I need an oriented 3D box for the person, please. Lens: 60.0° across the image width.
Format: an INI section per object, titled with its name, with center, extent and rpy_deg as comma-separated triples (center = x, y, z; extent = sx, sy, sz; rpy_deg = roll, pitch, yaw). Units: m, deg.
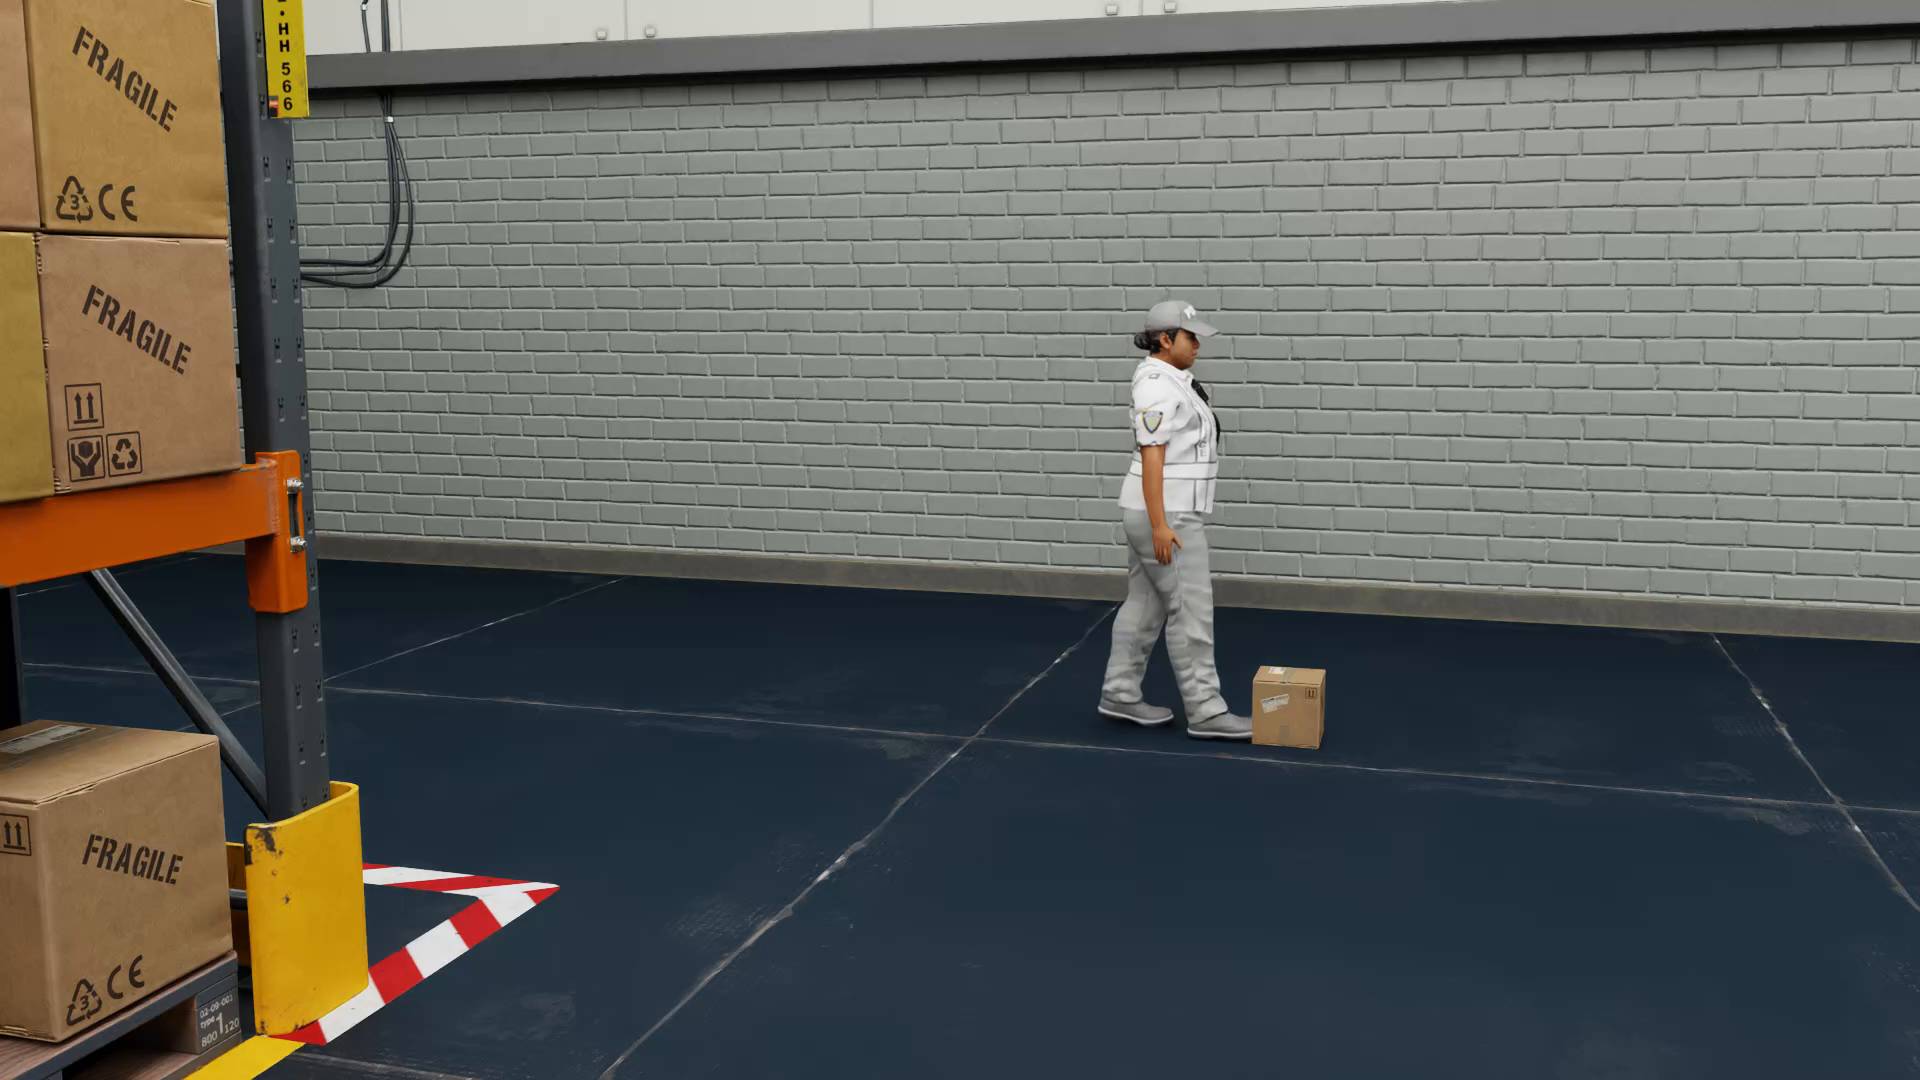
[person]
center = 0.859, -0.082, 6.361
extent = 0.662, 1.661, 0.487
rpy_deg = 1, 9, 10
